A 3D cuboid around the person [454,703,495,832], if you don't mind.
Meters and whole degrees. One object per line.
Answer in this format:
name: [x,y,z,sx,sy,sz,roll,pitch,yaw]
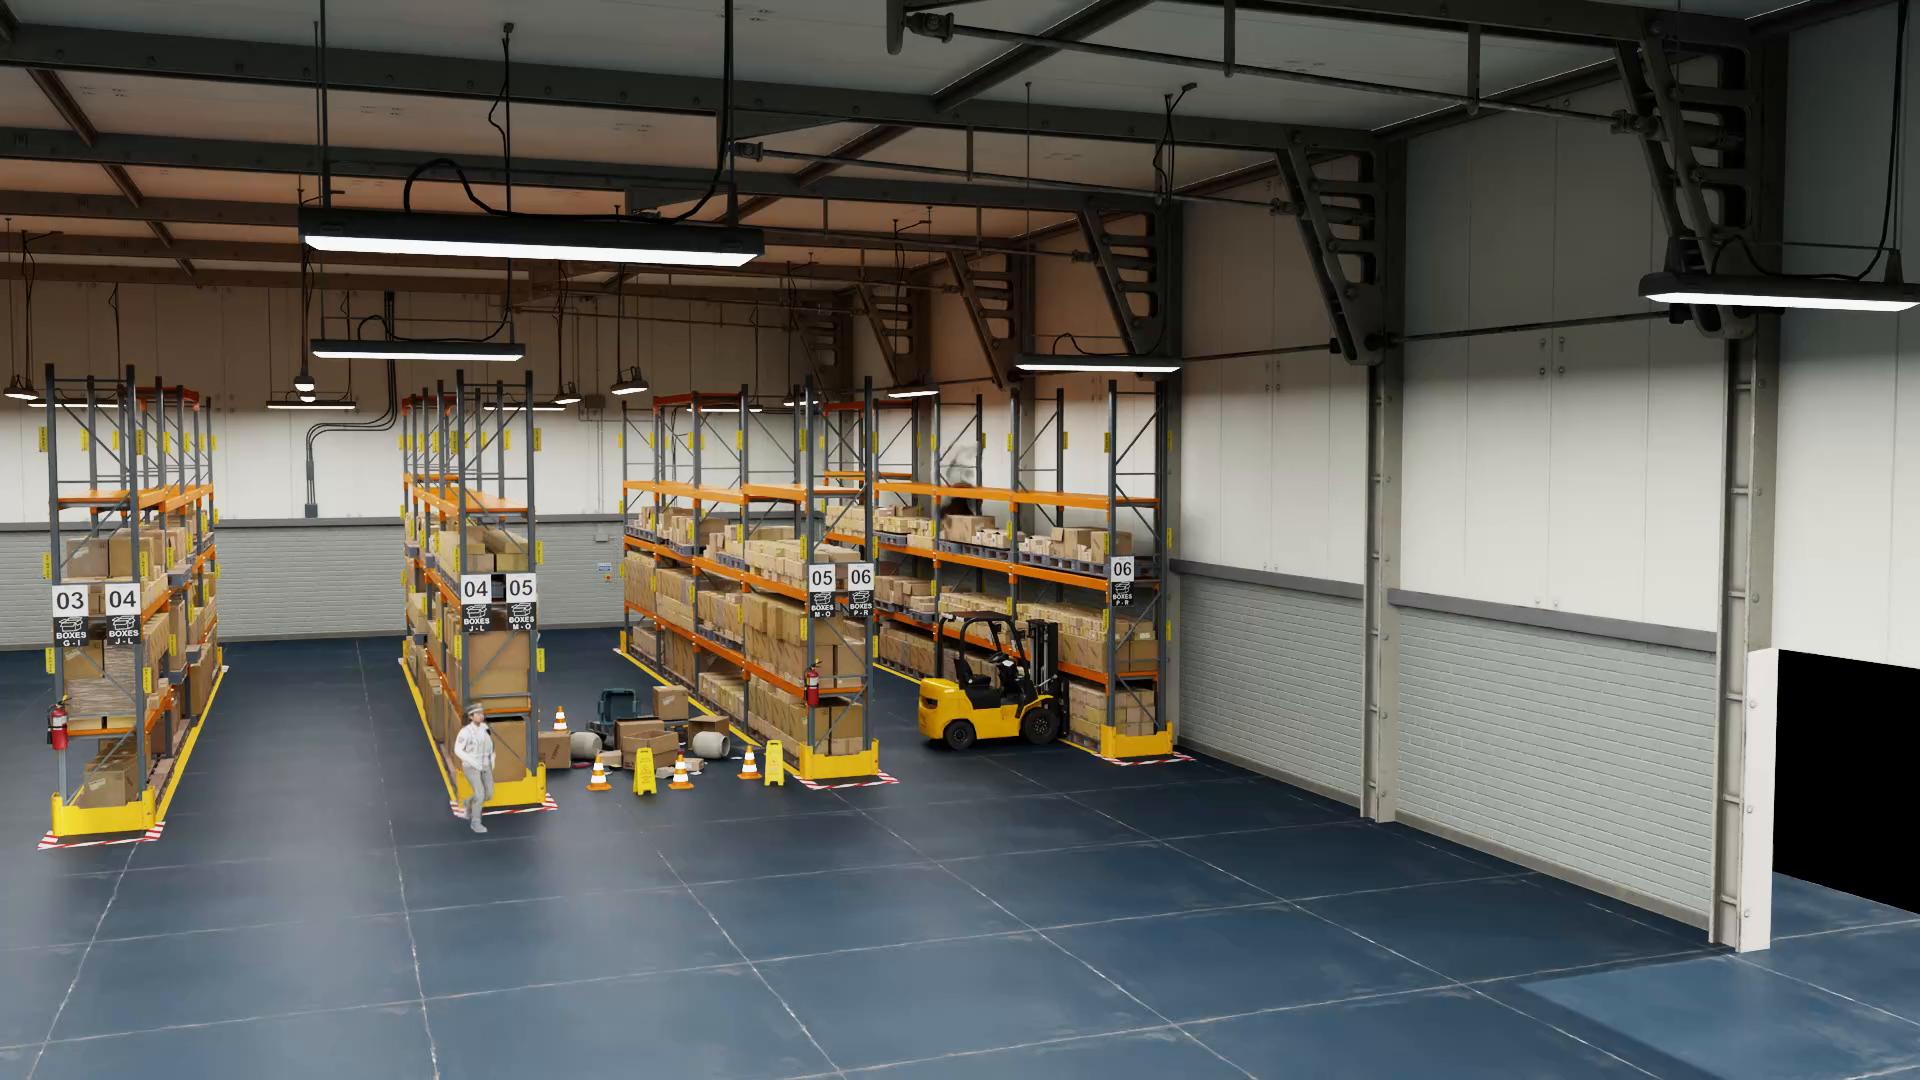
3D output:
person: [-6.273,2.926,21.528,0.588,1.666,0.664,2,4,30]
